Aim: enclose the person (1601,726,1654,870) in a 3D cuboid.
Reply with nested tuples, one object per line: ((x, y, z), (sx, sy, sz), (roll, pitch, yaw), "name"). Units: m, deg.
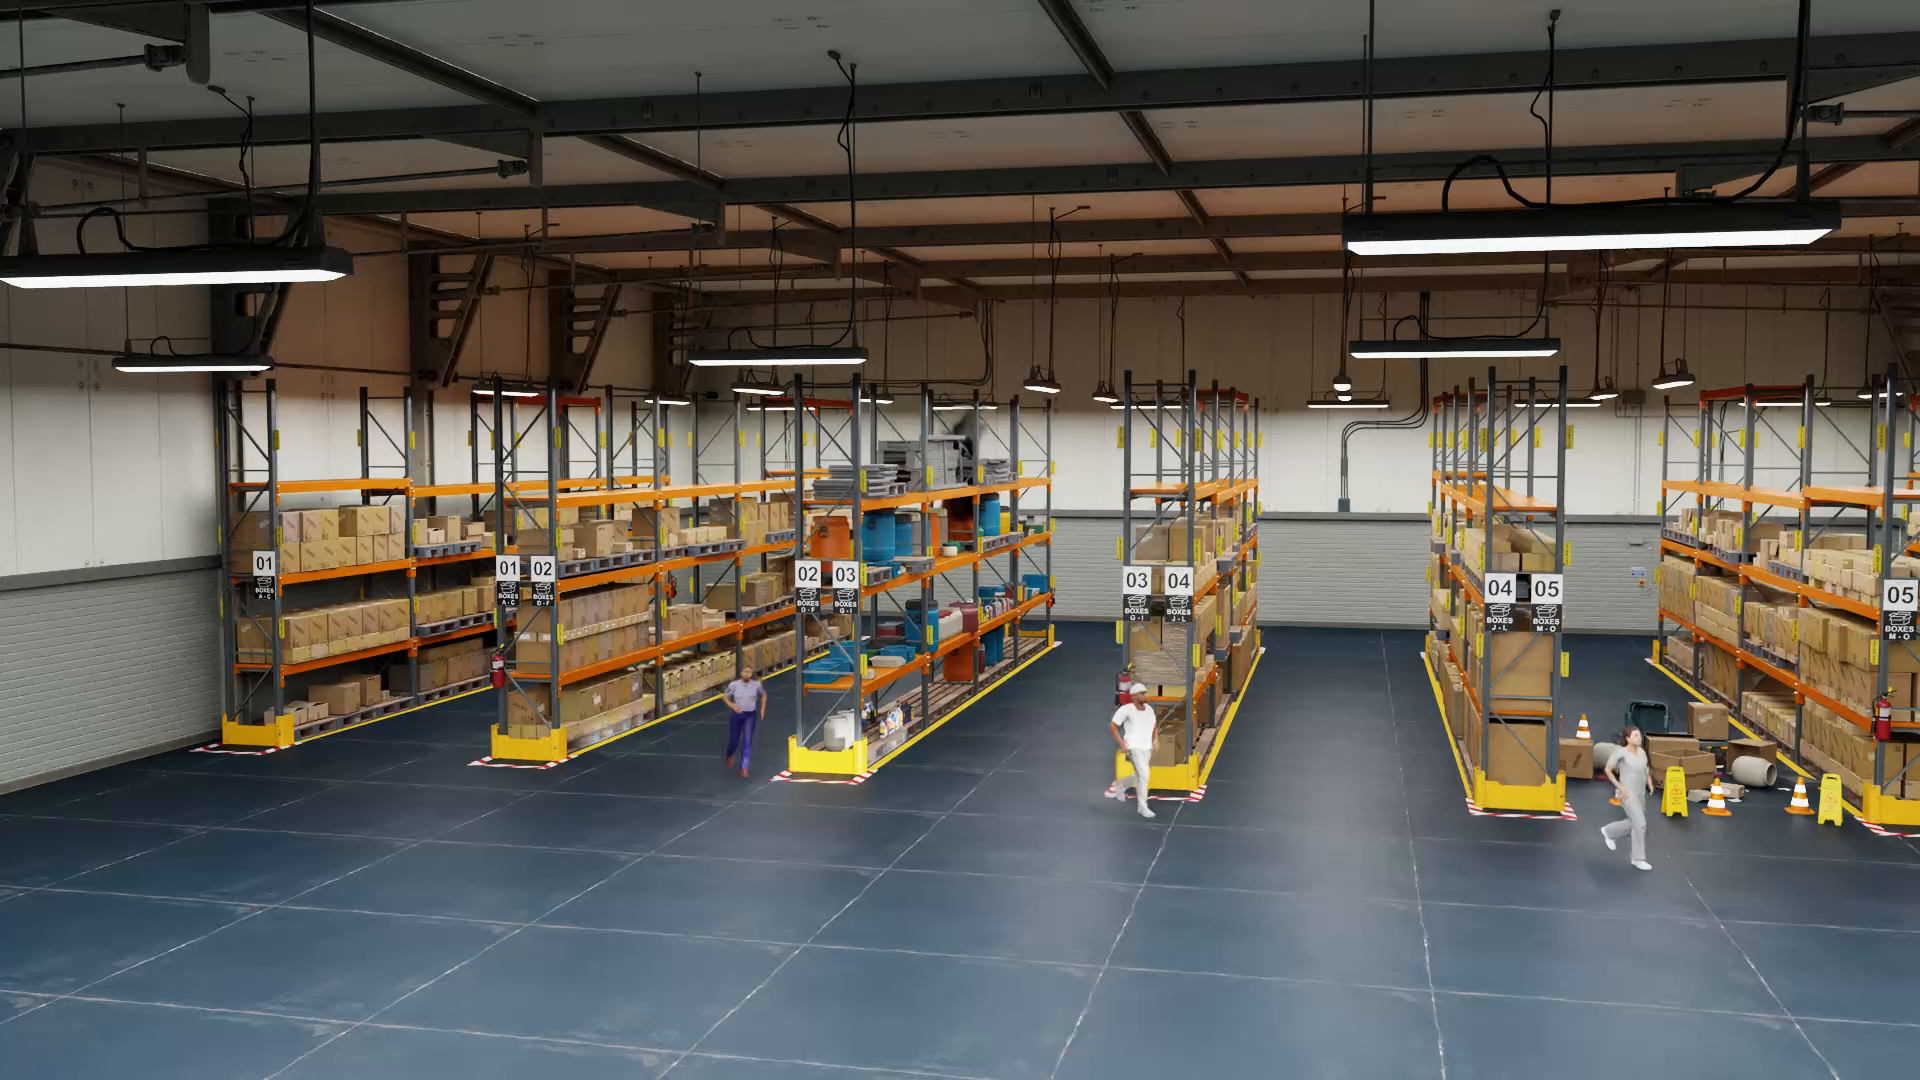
((7.892, 3.007, 19.682), (0.583, 1.655, 0.797), (-2, 4, -27), "person")

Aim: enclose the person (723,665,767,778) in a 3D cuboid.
((-3.231, 2.694, 25.027), (0.668, 1.656, 0.818), (-1, 4, -13), "person")

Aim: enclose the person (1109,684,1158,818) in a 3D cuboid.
((2.381, 2.801, 22.403), (0.722, 1.749, 0.829), (-3, 4, -37), "person")
